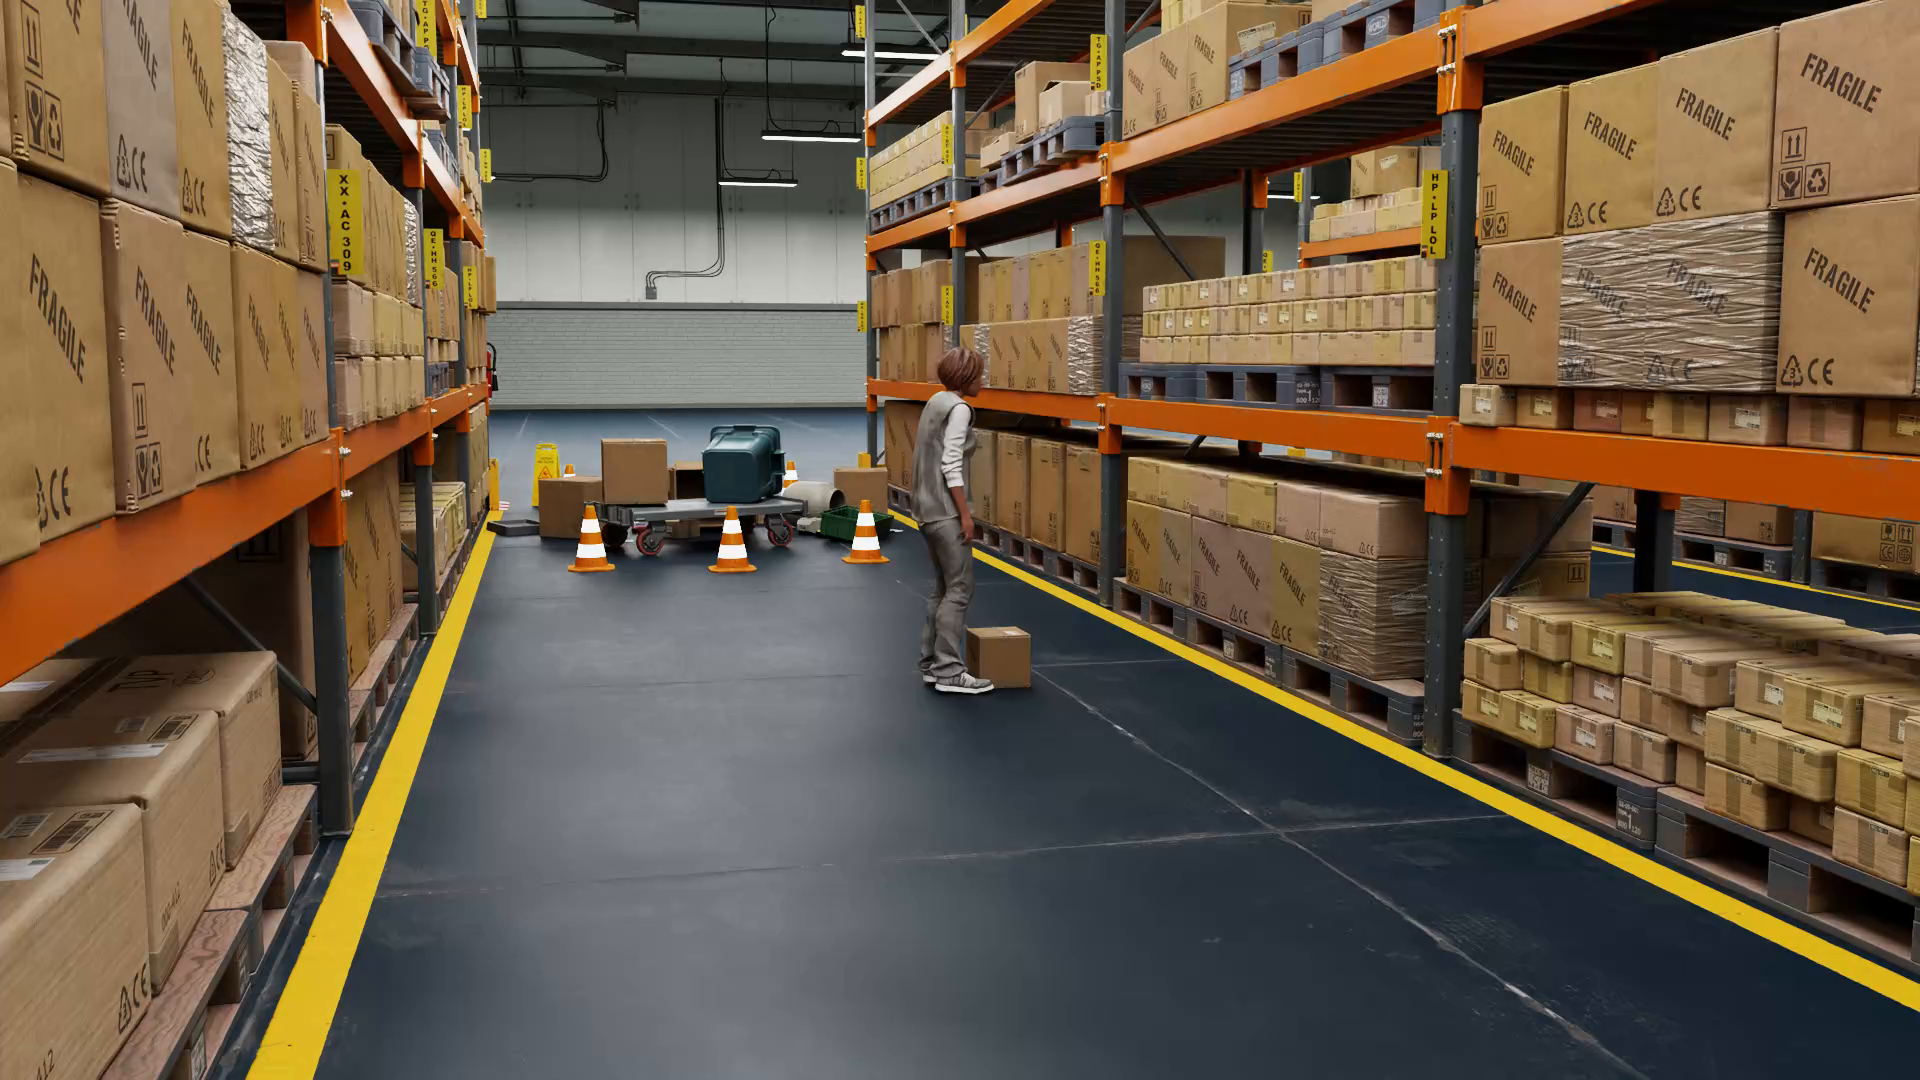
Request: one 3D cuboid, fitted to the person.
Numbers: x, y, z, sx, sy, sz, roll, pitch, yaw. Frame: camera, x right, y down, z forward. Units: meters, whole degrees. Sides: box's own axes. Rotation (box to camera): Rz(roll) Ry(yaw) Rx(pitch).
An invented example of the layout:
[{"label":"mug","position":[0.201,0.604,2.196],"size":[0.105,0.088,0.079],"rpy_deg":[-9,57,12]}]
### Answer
[{"label":"person","position":[-0.047,-0.099,7.777],"size":[0.349,1.592,0.466],"rpy_deg":[-2,7,-14]}]
